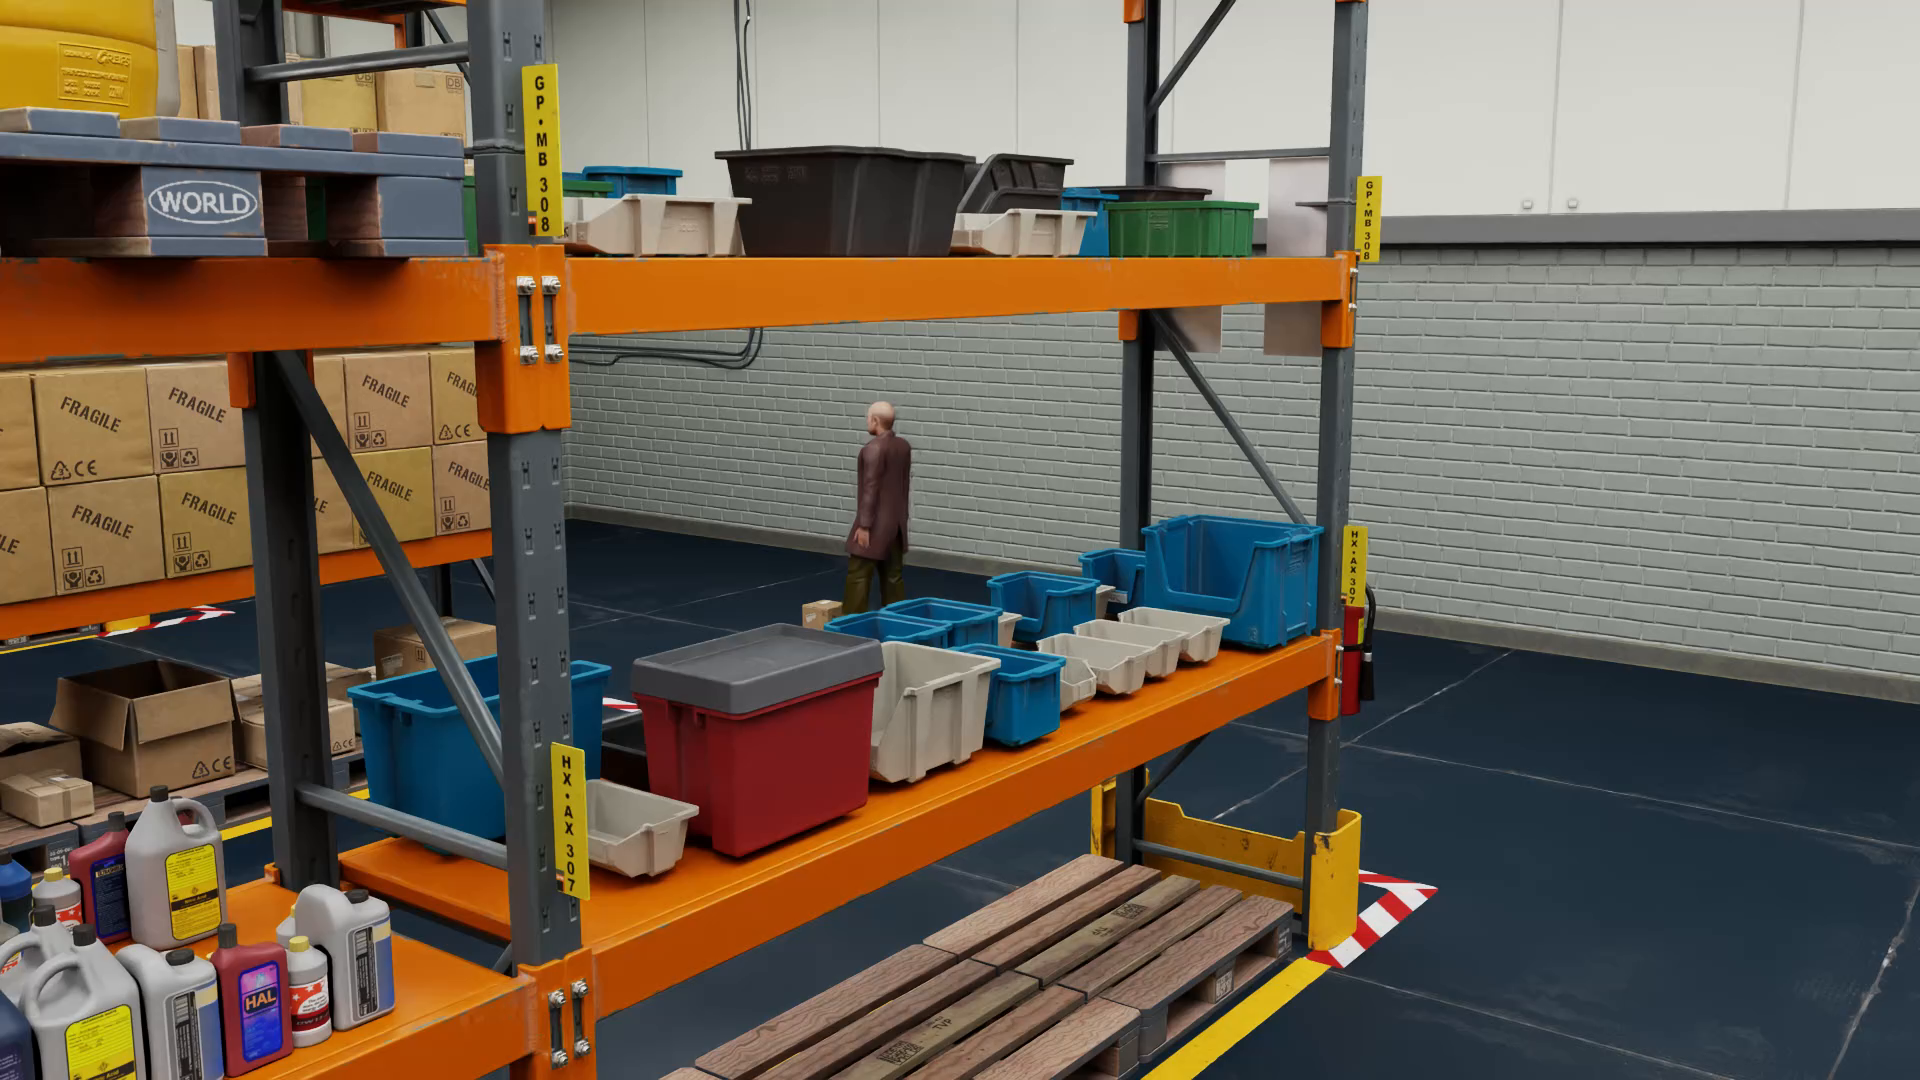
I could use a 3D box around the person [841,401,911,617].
[{"bbox_3d":[-0.680,-0.118,12.052,0.597,1.782,0.610,5,11,27],"label":"person"}]
